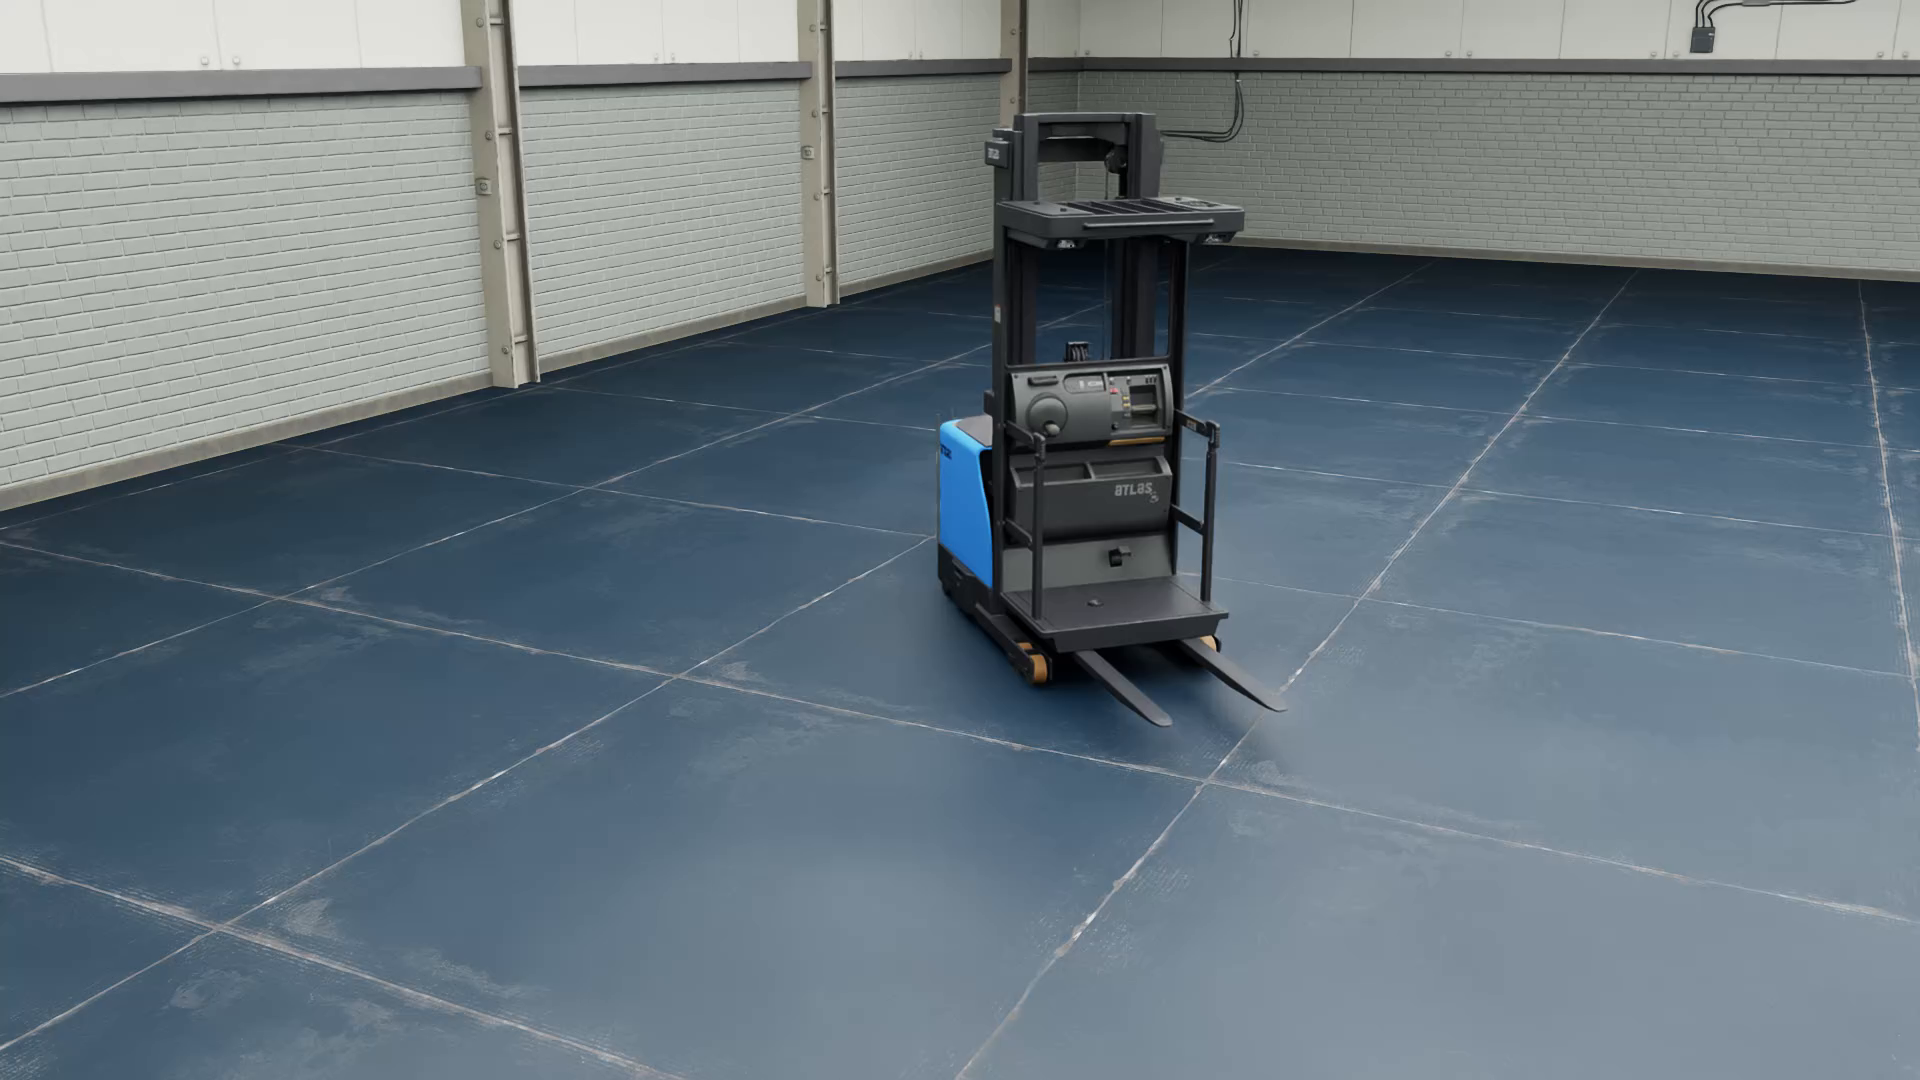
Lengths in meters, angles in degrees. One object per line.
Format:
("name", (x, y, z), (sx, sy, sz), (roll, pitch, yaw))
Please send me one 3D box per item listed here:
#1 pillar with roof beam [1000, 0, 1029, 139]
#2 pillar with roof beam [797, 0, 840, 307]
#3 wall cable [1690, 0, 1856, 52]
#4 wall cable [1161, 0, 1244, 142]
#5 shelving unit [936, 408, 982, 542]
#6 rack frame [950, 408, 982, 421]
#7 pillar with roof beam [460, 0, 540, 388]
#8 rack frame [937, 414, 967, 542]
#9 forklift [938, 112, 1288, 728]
("pillar with roof beam", (4.708, -8.411, 24.036), (9.100, 9.000, 0.400), (8, 18, 25))
("pillar with roof beam", (2.027, -6.882, 18.891), (9.100, 9.000, 0.400), (8, 18, 25))
("wall cable", (11.842, -9.959, 23.276), (2.305, 6.003, 0.169), (8, 18, 25))
("wall cable", (3.356, -8.052, 28.282), (3.097, 2.526, 0.112), (8, 18, 25))
("shelving unit", (-0.004, -0.429, 11.389), (0.258, 0.900, 0.210), (8, 18, 25))
("rack frame", (0.042, -0.455, 11.476), (0.240, 0.900, 0.006), (8, 18, 25))
("pillar with roof beam", (-0.654, -5.354, 13.745), (9.100, 9.000, 0.400), (8, 18, 25))
("rack frame", (-0.049, -0.403, 11.302), (0.240, 0.900, 0.006), (8, 18, 25))
("forklift", (0.796, -0.756, 8.922), (1.130, 2.935, 3.031), (-5, 17, -17))
